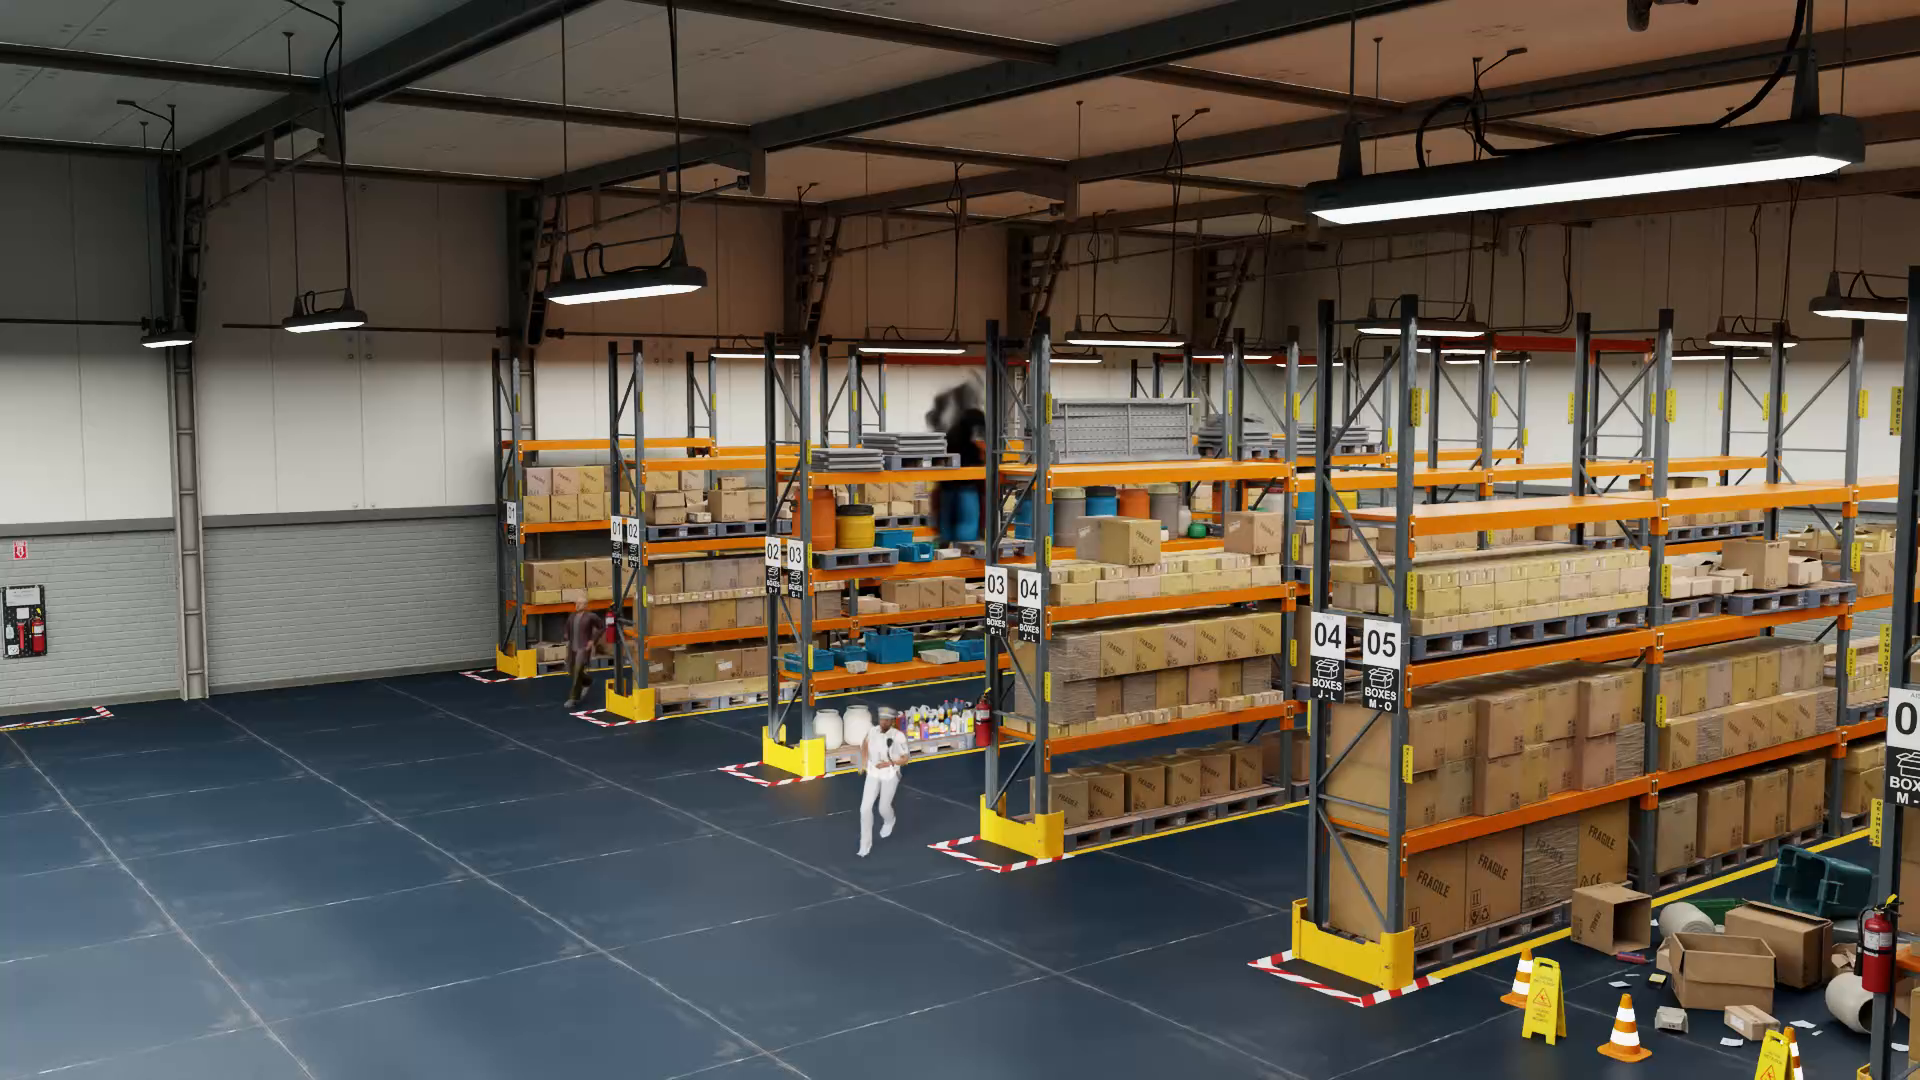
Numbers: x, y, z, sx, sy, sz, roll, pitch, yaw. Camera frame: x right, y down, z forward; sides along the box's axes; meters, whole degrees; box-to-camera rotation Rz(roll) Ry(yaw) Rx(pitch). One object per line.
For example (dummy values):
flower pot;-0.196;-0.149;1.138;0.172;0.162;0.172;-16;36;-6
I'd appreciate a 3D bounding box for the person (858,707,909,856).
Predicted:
person;-0.841;2.713;18.890;0.613;1.731;0.833;2;5;17

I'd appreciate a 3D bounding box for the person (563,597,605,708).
person;-6.324;1.869;27.758;0.727;1.754;0.938;2;6;25
